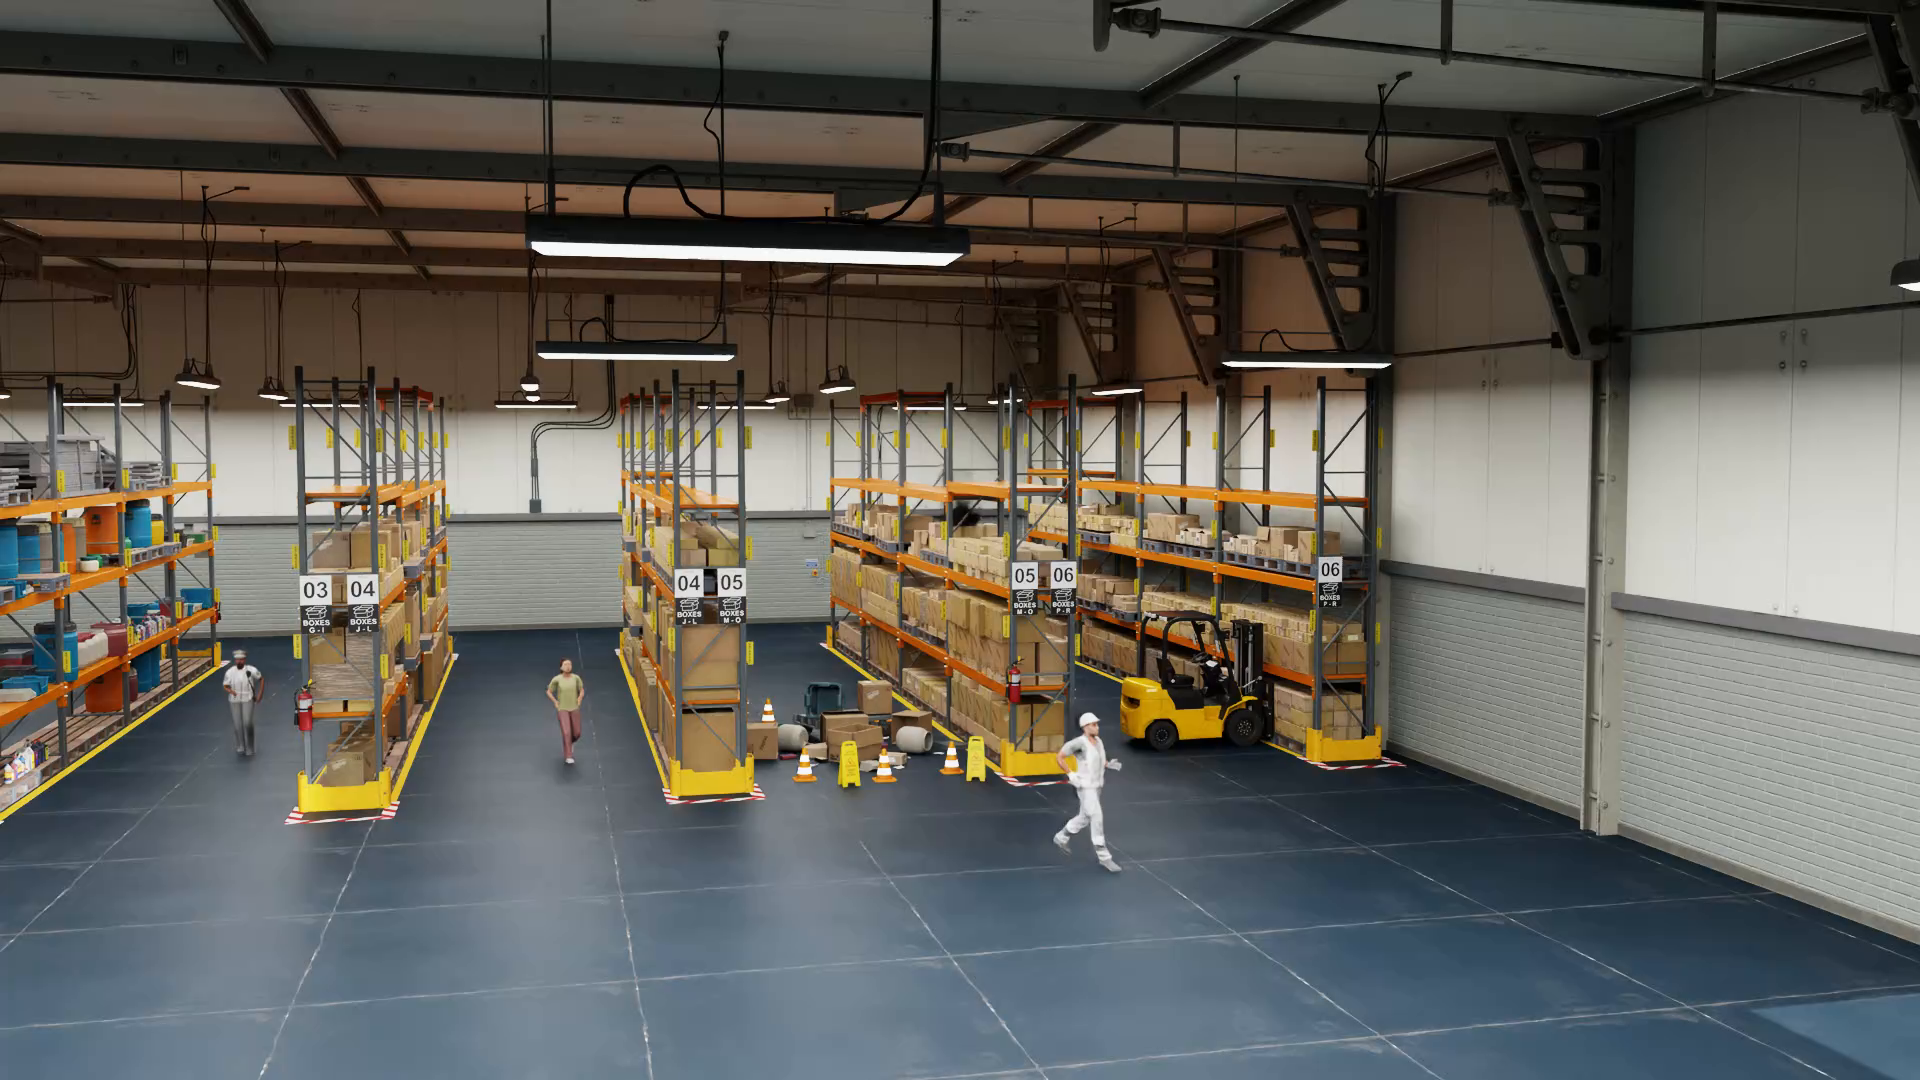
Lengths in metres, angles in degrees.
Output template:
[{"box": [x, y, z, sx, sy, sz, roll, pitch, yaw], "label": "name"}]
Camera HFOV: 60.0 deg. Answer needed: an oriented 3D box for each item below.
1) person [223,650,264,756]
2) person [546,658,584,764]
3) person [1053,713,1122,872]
[{"box": [-11.382, 2.600, 26.407, 0.590, 1.734, 0.695, -1, 4, -16], "label": "person"}, {"box": [-6.136, 2.641, 25.919, 0.581, 1.621, 0.646, -2, 4, -26], "label": "person"}, {"box": [1.503, 2.924, 19.527, 0.979, 1.807, 0.651, 2, 4, 34], "label": "person"}]
